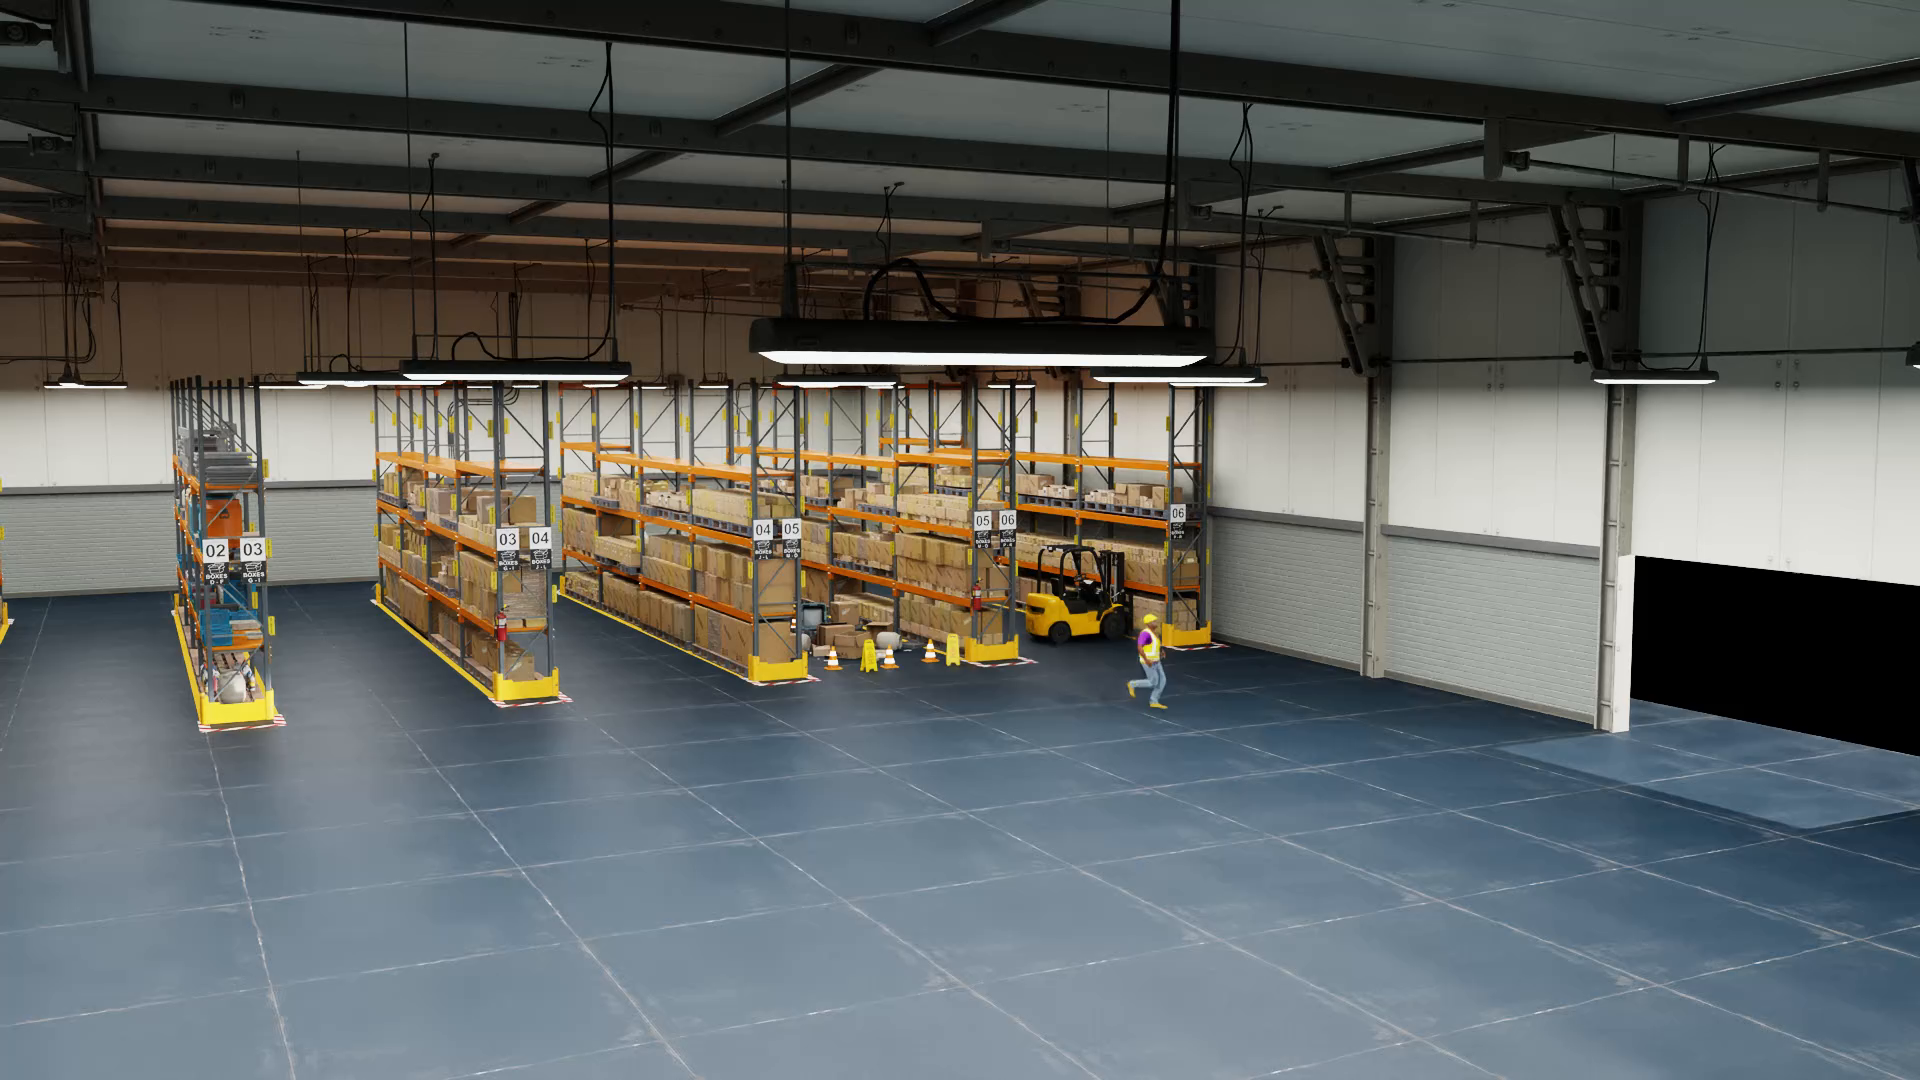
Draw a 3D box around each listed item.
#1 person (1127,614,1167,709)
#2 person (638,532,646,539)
[{"bbox_3d":[3.427,2.197,30.188,0.674,1.713,0.701,2,6,26],"label":"person"},{"bbox_3d":[-9.904,0.394,50.100,0.689,1.812,0.742,5,7,42],"label":"person"}]
